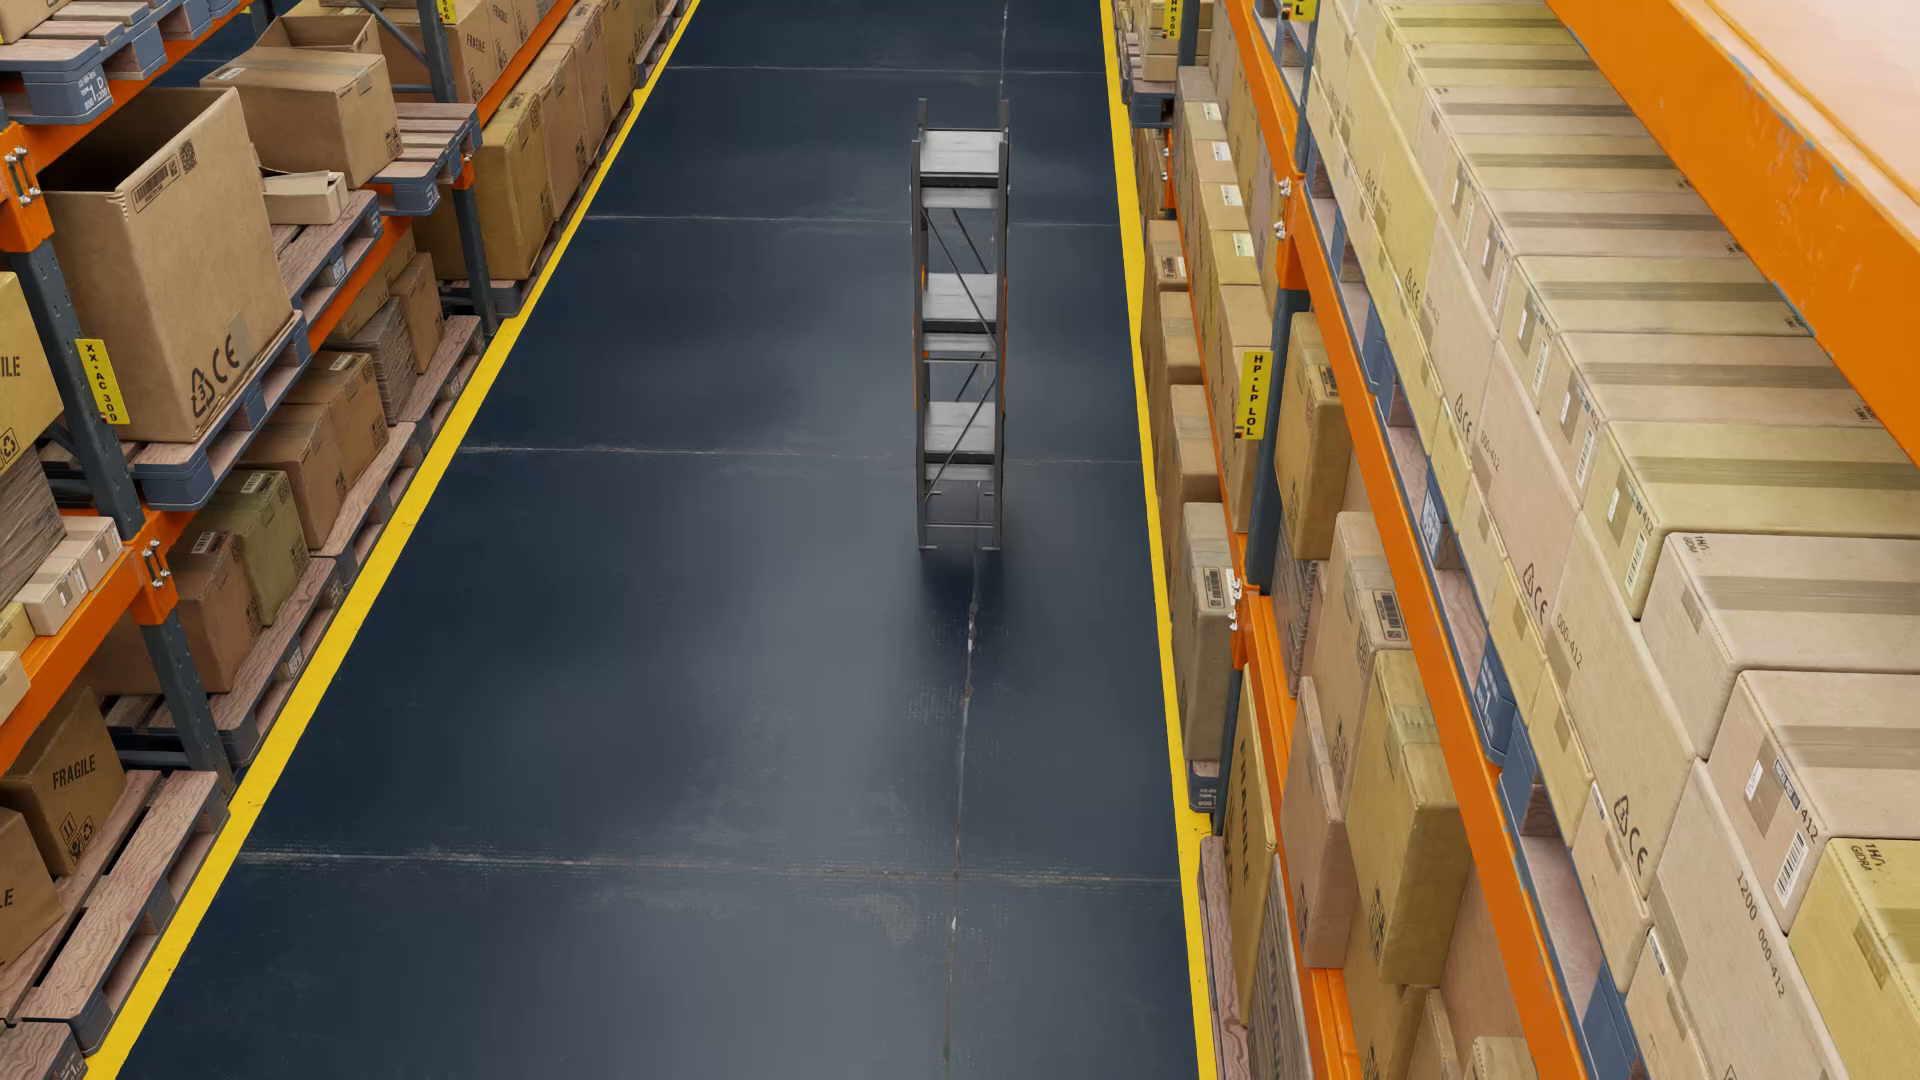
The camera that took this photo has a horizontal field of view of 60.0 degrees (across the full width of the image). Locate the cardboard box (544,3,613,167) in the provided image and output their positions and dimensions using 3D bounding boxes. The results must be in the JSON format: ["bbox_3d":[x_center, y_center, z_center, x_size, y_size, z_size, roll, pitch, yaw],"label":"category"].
[{"bbox_3d":[-3.178,-3.207,11.687,1.225,0.875,0.875,0,35,0],"label":"cardboard box"}]

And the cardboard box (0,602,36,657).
[{"bbox_3d":[-3.263,0.329,5.392,0.380,0.149,0.250,1,35,2],"label":"cardboard box"}]

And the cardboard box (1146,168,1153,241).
[{"bbox_3d":[1.444,-2.147,10.505,0.500,0.500,0.500,3,35,4],"label":"cardboard box"}]

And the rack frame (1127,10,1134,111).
[{"bbox_3d":[1.815,-4.614,12.206,1.000,3.000,0.127,1,35,2],"label":"rack frame"}]

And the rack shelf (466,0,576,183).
[{"bbox_3d":[-3.217,-3.343,11.023,1.077,0.370,4.000,1,35,2],"label":"rack shelf"}]

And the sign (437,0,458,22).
[{"bbox_3d":[-2.755,-2.922,8.861,0.100,0.325,0.005,1,35,2],"label":"sign"}]

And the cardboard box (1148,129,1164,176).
[{"bbox_3d":[1.429,-2.461,10.299,0.500,0.250,0.500,2,35,3],"label":"cardboard box"}]

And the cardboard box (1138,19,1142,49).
[{"bbox_3d":[1.236,-2.969,9.719,0.380,0.149,0.250,2,35,3],"label":"cardboard box"}]

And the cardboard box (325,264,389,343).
[{"bbox_3d":[-3.306,-1.262,8.575,0.500,0.250,0.500,5,35,7],"label":"cardboard box"}]

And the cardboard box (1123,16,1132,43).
[{"bbox_3d":[1.508,-4.085,13.309,0.380,0.149,0.250,0,35,0],"label":"cardboard box"}]

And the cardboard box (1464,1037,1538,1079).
[{"bbox_3d":[1.316,1.247,2.797,0.875,0.550,0.550,1,35,2],"label":"cardboard box"}]

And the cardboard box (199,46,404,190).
[{"bbox_3d":[-3.202,-2.067,8.130,0.700,0.500,0.500,6,36,9],"label":"cardboard box"}]

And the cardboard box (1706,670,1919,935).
[{"bbox_3d":[1.019,0.273,1.717,0.380,0.149,0.250,1,35,2],"label":"cardboard box"}]

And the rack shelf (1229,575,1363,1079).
[{"bbox_3d":[1.413,1.426,4.238,1.077,0.370,4.000,1,35,2],"label":"rack shelf"}]

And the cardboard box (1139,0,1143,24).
[{"bbox_3d":[1.236,-3.105,9.654,0.380,0.149,0.250,2,35,3],"label":"cardboard box"}]

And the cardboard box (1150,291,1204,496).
[{"bbox_3d":[1.508,-0.717,8.252,1.050,0.750,0.750,2,35,3],"label":"cardboard box"}]

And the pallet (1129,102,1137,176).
[{"bbox_3d":[1.785,-3.025,12.371,1.003,0.211,1.213,1,35,2],"label":"pallet"}]

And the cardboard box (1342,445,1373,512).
[{"bbox_3d":[1.538,0.009,4.558,0.875,0.550,0.550,1,35,2],"label":"cardboard box"}]

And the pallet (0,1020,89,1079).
[{"bbox_3d":[-3.496,2.040,5.163,1.003,0.211,1.213,1,35,2],"label":"pallet"}]

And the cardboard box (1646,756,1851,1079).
[{"bbox_3d":[1.073,0.493,1.751,0.500,0.250,0.500,2,35,3],"label":"cardboard box"}]

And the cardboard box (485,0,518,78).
[{"bbox_3d":[-2.988,-3.098,9.963,0.500,0.500,0.500,0,35,1],"label":"cardboard box"}]

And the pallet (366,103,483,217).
[{"bbox_3d":[-3.220,-1.998,8.651,1.213,0.211,1.003,1,35,2],"label":"pallet"}]

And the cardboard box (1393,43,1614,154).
[{"bbox_3d":[1.100,-0.894,3.377,0.380,0.149,0.250,2,35,2],"label":"cardboard box"}]

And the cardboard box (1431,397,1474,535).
[{"bbox_3d":[1.069,-0.131,2.986,0.380,0.149,0.250,2,35,2],"label":"cardboard box"}]

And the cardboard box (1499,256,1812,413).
[{"bbox_3d":[1.059,-0.314,2.553,0.380,0.149,0.250,1,35,1],"label":"cardboard box"}]

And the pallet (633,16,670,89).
[{"bbox_3d":[-3.028,-4.080,13.872,1.003,0.211,1.213,1,35,2],"label":"pallet"}]

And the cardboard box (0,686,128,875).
[{"bbox_3d":[-3.514,0.890,6.184,0.500,0.500,0.500,0,35,0],"label":"cardboard box"}]

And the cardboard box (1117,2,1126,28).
[{"bbox_3d":[1.532,-4.447,14.083,0.380,0.149,0.250,1,35,2],"label":"cardboard box"}]

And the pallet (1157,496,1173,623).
[{"bbox_3d":[1.495,-0.024,8.101,1.003,0.211,1.213,1,35,2],"label":"pallet"}]

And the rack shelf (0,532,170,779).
[{"bbox_3d":[-3.539,1.253,4.483,1.077,0.370,4.000,1,35,2],"label":"rack shelf"}]

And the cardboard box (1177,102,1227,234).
[{"bbox_3d":[1.349,-1.812,8.133,0.500,0.500,0.500,1,35,1],"label":"cardboard box"}]

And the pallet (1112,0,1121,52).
[{"bbox_3d":[1.853,-4.562,14.558,1.003,0.211,1.213,1,35,2],"label":"pallet"}]

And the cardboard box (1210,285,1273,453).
[{"bbox_3d":[1.268,-0.654,6.486,0.500,0.500,0.500,1,35,1],"label":"cardboard box"}]

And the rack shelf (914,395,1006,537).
[{"bbox_3d":[0.007,-0.370,8.192,0.431,0.518,0.480,1,35,2],"label":"rack shelf"}]

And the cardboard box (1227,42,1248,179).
[{"bbox_3d":[1.589,-1.922,7.420,0.700,0.500,0.500,1,35,1],"label":"cardboard box"}]

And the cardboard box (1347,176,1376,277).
[{"bbox_3d":[1.109,-0.717,3.819,0.380,0.149,0.250,1,35,1],"label":"cardboard box"}]

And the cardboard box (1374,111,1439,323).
[{"bbox_3d":[1.156,-0.663,3.396,0.500,0.250,0.500,1,35,1],"label":"cardboard box"}]

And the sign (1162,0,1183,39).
[{"bbox_3d":[1.112,-2.764,8.636,0.100,0.325,0.005,1,35,2],"label":"sign"}]

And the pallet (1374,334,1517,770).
[{"bbox_3d":[1.398,-0.039,3.166,1.003,0.211,1.213,1,35,2],"label":"pallet"}]

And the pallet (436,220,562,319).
[{"bbox_3d":[-3.191,-1.798,10.625,1.003,0.211,1.213,1,35,2],"label":"pallet"}]

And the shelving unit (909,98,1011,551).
[{"bbox_3d":[0.007,-0.954,7.782,0.431,2.100,0.503,1,35,2],"label":"shelving unit"}]

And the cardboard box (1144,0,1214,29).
[{"bbox_3d":[1.216,-2.920,9.132,0.380,0.149,0.250,0,35,0],"label":"cardboard box"}]

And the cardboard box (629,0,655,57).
[{"bbox_3d":[-3.031,-4.466,13.479,0.875,0.875,0.875,1,35,2],"label":"cardboard box"}]

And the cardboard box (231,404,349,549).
[{"bbox_3d":[-3.352,-0.295,7.852,0.700,0.500,0.500,-2,35,-2],"label":"cardboard box"}]

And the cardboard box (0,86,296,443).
[{"bbox_3d":[-3.287,-1.060,6.263,1.000,1.000,1.000,2,35,2],"label":"cardboard box"}]

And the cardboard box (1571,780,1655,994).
[{"bbox_3d":[1.028,0.452,2.155,0.380,0.149,0.250,2,35,3],"label":"cardboard box"}]

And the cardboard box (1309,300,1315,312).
[{"bbox_3d":[1.508,-0.753,5.756,0.700,0.500,0.500,1,35,1],"label":"cardboard box"}]

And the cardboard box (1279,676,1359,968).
[{"bbox_3d":[1.352,0.758,4.433,0.875,0.550,0.550,1,35,2],"label":"cardboard box"}]
